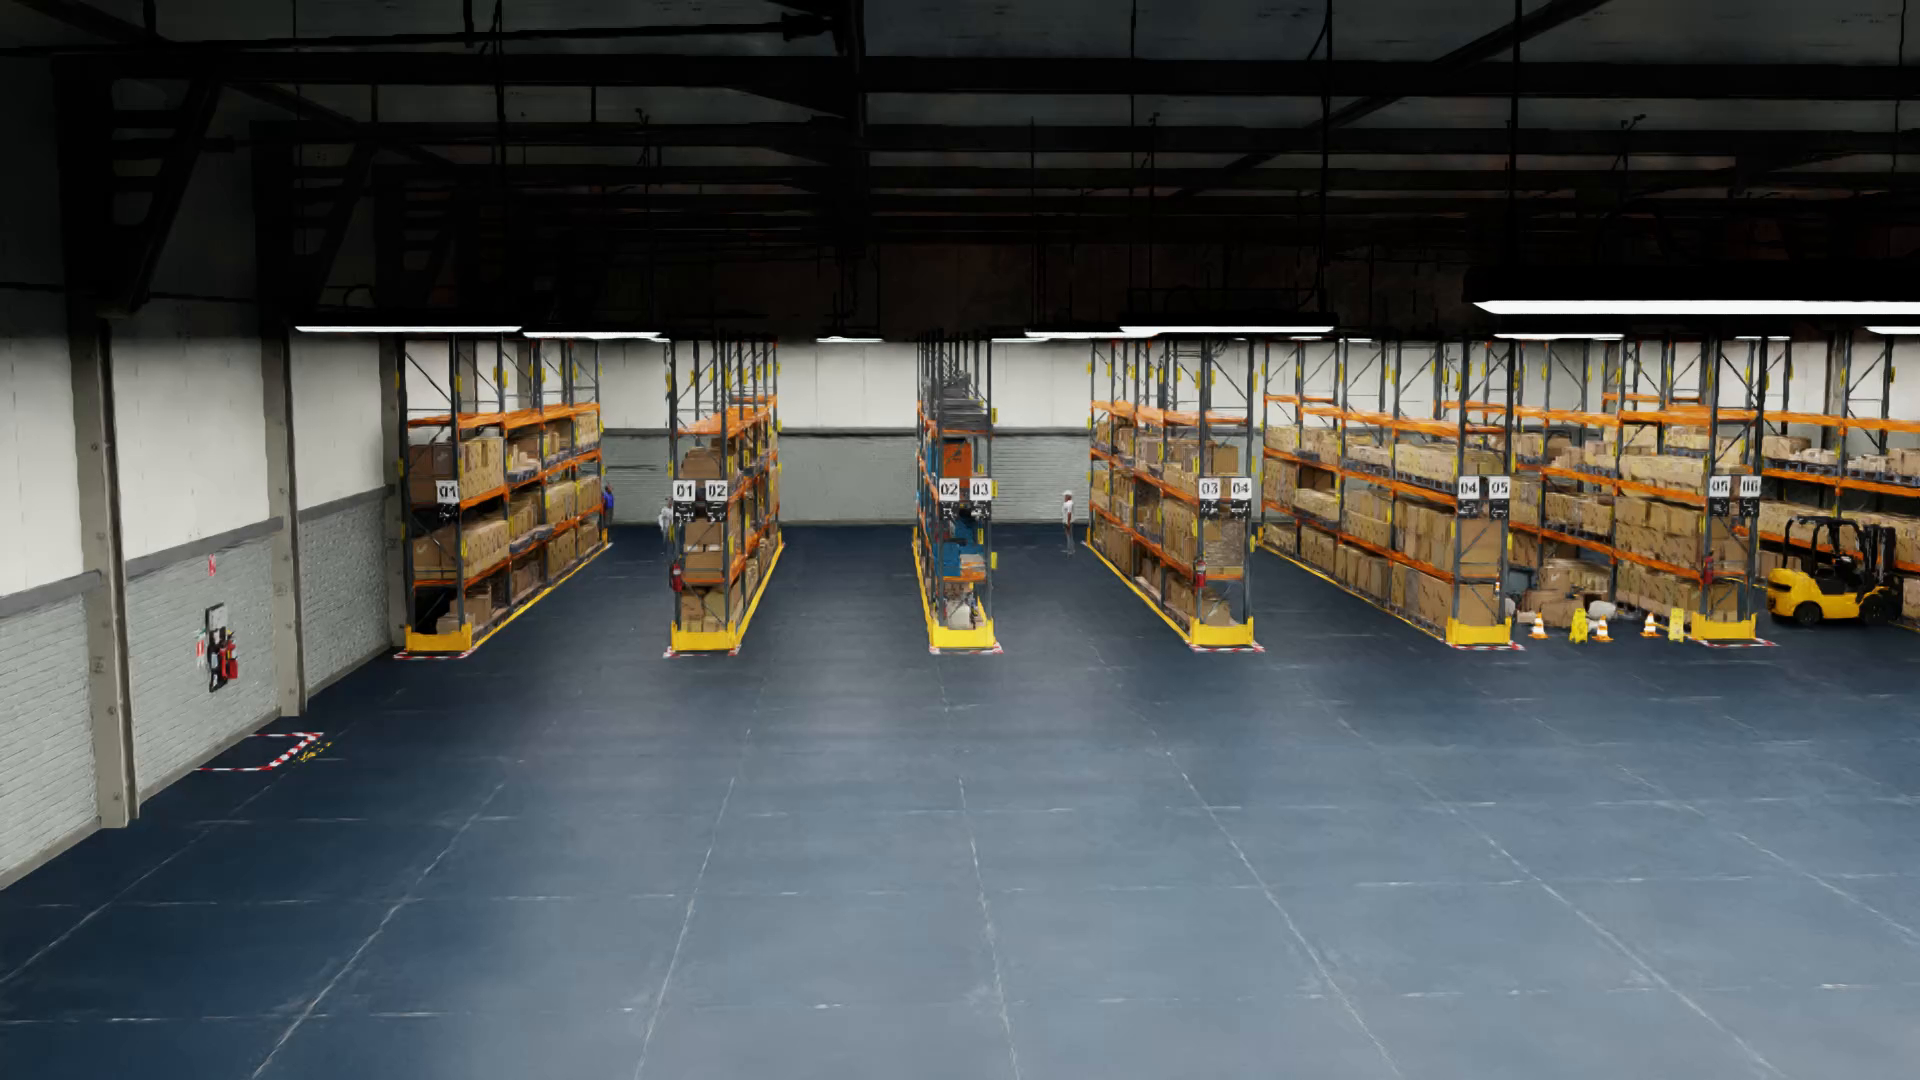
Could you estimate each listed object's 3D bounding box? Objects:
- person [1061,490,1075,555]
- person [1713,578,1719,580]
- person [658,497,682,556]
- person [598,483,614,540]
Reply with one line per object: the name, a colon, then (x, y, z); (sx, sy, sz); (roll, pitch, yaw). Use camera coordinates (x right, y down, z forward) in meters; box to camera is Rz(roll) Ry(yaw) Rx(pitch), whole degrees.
person: (2.938, -0.491, 45.206); (0.390, 1.767, 0.661); (1, 7, 4)
person: (17.294, 0.362, 38.398); (0.543, 1.664, 0.574); (3, 7, 25)
person: (-7.814, -0.365, 44.882); (0.639, 1.632, 0.506); (-1, 7, -4)
person: (-10.374, -0.830, 48.586); (0.442, 1.651, 0.628); (3, 7, 25)
